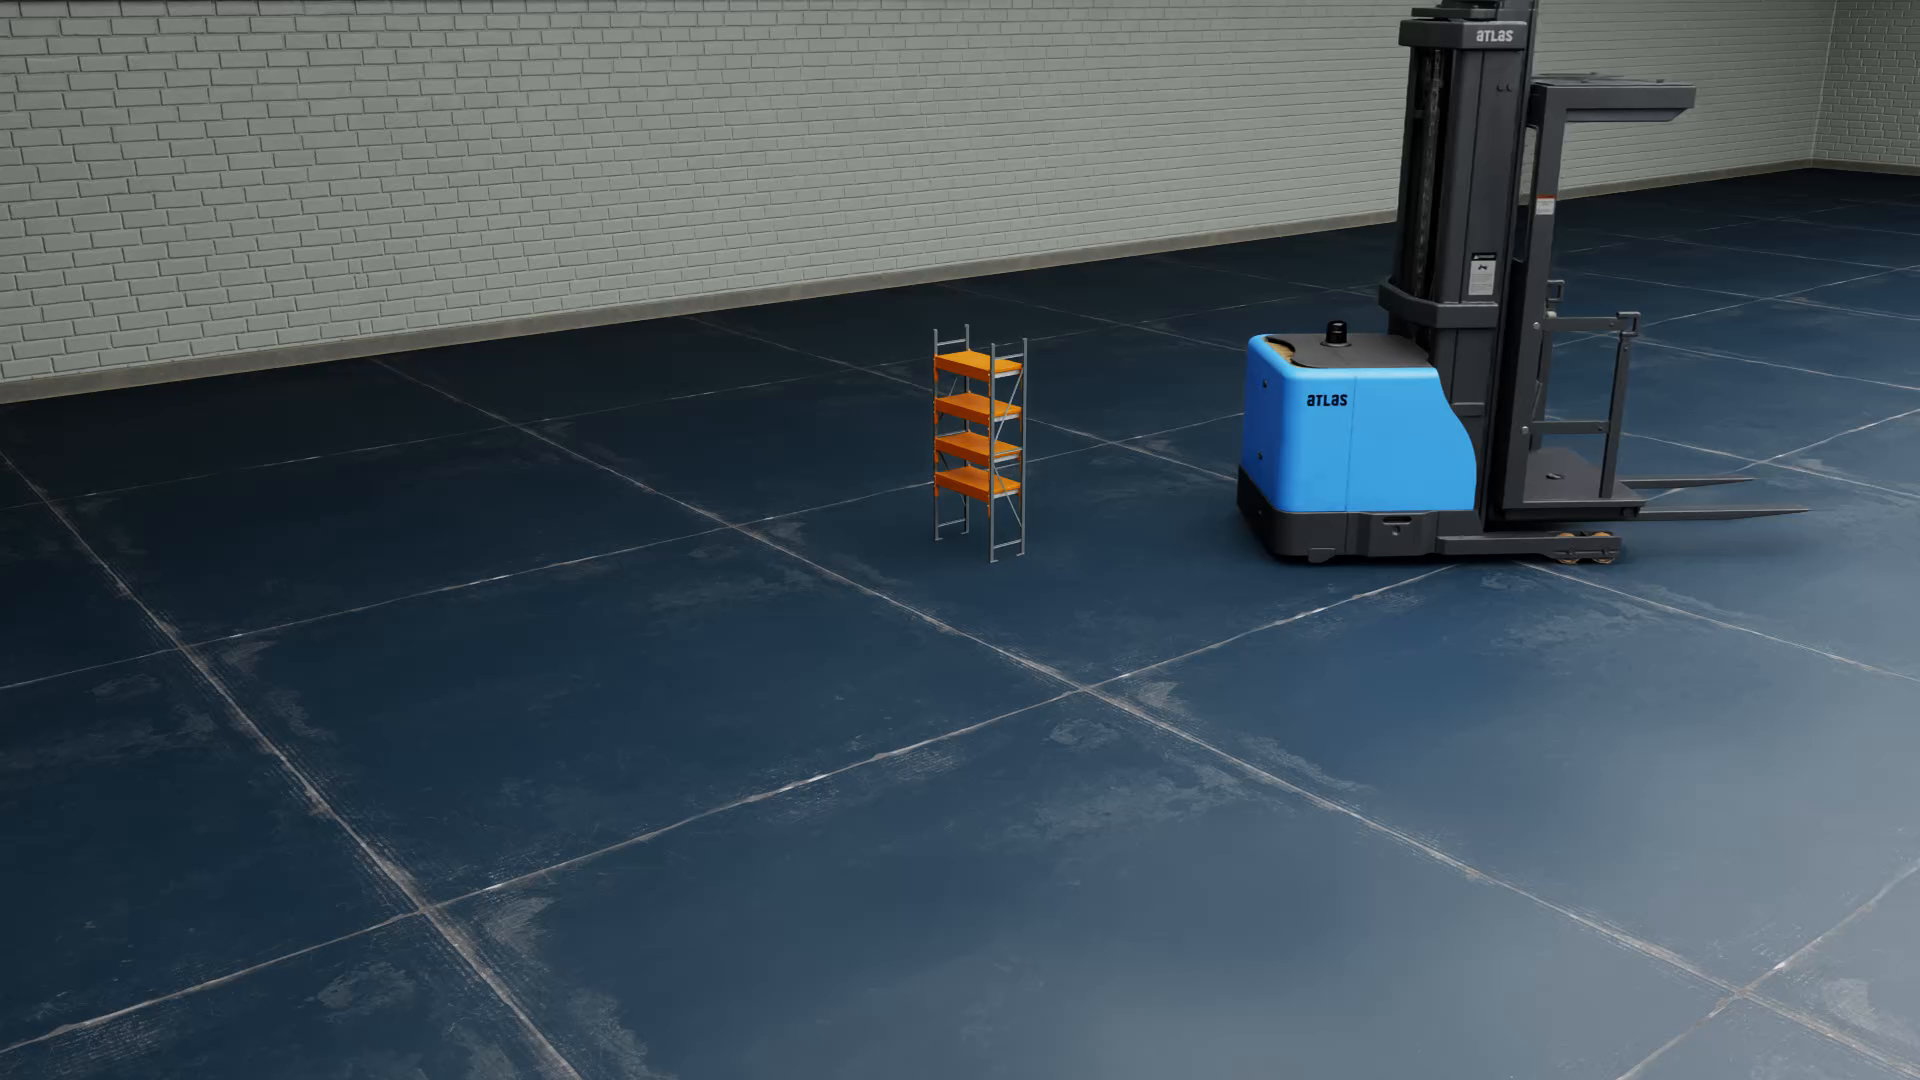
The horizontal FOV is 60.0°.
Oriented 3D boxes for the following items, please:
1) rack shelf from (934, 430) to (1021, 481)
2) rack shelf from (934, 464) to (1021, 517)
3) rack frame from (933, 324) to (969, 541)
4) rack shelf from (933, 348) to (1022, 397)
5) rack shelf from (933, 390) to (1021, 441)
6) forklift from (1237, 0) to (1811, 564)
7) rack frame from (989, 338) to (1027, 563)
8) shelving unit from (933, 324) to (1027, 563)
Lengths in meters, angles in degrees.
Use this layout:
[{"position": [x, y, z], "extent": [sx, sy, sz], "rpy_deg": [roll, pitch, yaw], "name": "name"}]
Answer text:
[{"position": [0.103, -0.465, 9.072], "extent": [0.258, 0.148, 0.480], "rpy_deg": [-14, 23, -36], "name": "rack shelf"}, {"position": [0.103, -0.276, 9.134], "extent": [0.258, 0.148, 0.480], "rpy_deg": [-14, 23, -36], "name": "rack shelf"}, {"position": [-0.049, -0.589, 9.232], "extent": [0.240, 1.200, 0.015], "rpy_deg": [-14, 23, -36], "name": "rack frame"}, {"position": [0.103, -0.902, 8.927], "extent": [0.258, 0.148, 0.480], "rpy_deg": [-14, 23, -36], "name": "rack shelf"}, {"position": [0.103, -0.677, 9.002], "extent": [0.258, 0.148, 0.480], "rpy_deg": [-14, 23, -36], "name": "rack shelf"}, {"position": [3.162, -1.426, 9.006], "extent": [3.031, 2.935, 1.130], "rpy_deg": [-1, 18, -3], "name": "forklift"}, {"position": [0.254, -0.469, 8.869], "extent": [0.240, 1.200, 0.015], "rpy_deg": [-14, 23, -36], "name": "rack frame"}, {"position": [0.103, -0.529, 9.051], "extent": [0.258, 1.200, 0.503], "rpy_deg": [-14, 23, -36], "name": "shelving unit"}]
